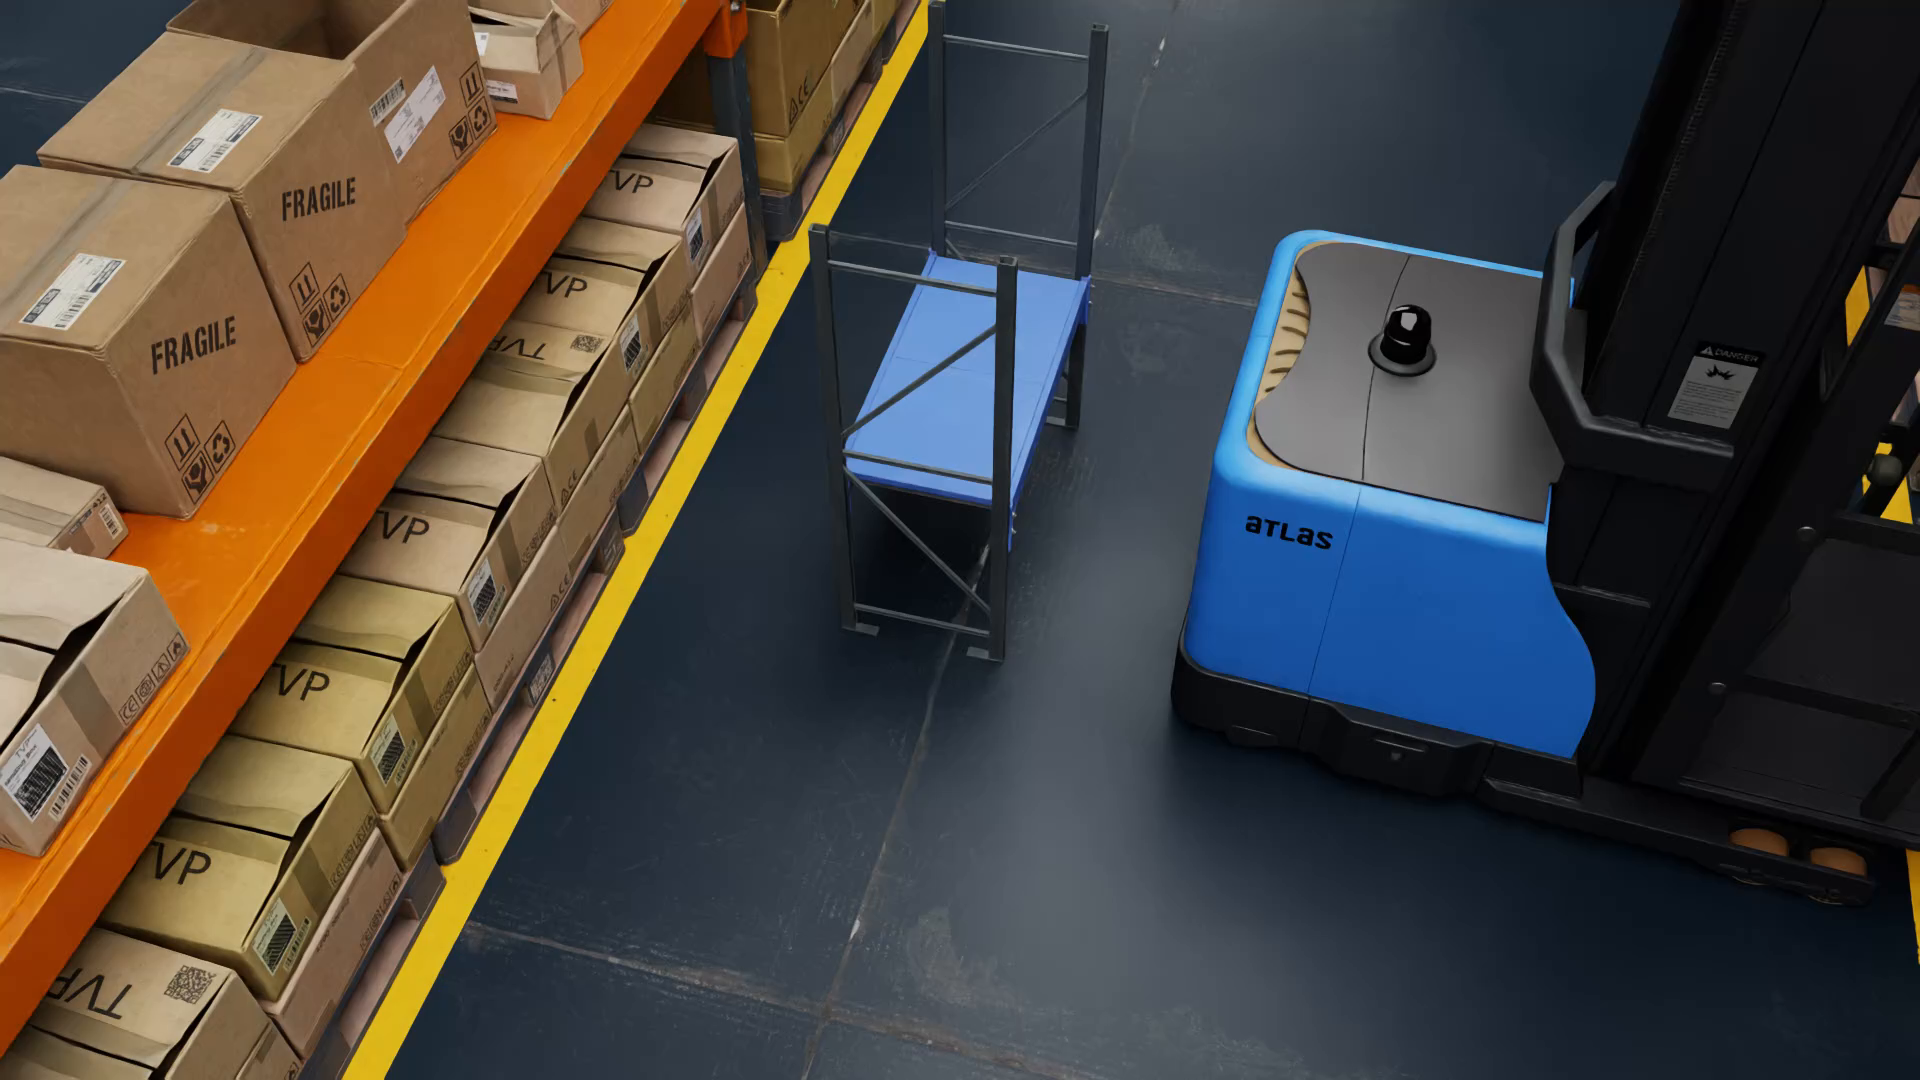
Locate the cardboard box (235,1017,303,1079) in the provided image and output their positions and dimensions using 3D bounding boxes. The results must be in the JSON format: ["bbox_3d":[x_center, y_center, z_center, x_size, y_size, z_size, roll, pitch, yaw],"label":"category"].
[{"bbox_3d":[-1.838,1.277,3.676,0.500,0.250,0.500,11,50,10],"label":"cardboard box"}]

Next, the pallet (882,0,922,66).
[{"bbox_3d":[-0.637,-2.596,7.400,1.003,0.211,1.213,12,50,10],"label":"pallet"}]

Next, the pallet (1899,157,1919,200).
[{"bbox_3d":[4.036,-1.547,6.475,1.003,0.211,1.213,12,50,10],"label":"pallet"}]

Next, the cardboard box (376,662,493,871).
[{"bbox_3d":[-1.575,0.536,4.330,0.500,0.250,0.500,10,49,9],"label":"cardboard box"}]

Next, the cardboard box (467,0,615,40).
[{"bbox_3d":[-1.293,-1.652,4.808,0.500,0.250,0.500,14,50,12],"label":"cardboard box"}]

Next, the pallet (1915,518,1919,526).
[{"bbox_3d":[3.371,0.394,4.761,1.003,0.211,1.213,12,50,10],"label":"pallet"}]

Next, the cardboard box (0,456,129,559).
[{"bbox_3d":[-1.977,-0.024,3.438,0.380,0.149,0.250,15,50,13],"label":"cardboard box"}]

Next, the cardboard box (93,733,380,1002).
[{"bbox_3d":[-1.707,0.710,3.803,0.500,0.311,0.500,10,49,9],"label":"cardboard box"}]

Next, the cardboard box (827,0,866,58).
[{"bbox_3d":[-0.658,-2.181,6.228,0.500,0.500,0.500,12,50,10],"label":"cardboard box"}]

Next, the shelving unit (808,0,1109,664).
[{"bbox_3d":[0.022,-0.558,4.742,0.538,1.500,1.048,12,50,10],"label":"shelving unit"}]

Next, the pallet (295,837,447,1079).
[{"bbox_3d":[-2.004,1.162,4.084,1.003,0.211,1.213,12,50,10],"label":"pallet"}]

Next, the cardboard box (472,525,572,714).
[{"bbox_3d":[-1.440,0.165,4.658,0.500,0.250,0.500,12,50,11],"label":"cardboard box"}]

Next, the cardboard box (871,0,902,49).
[{"bbox_3d":[-0.518,-2.293,6.827,0.500,0.250,0.500,12,50,10],"label":"cardboard box"}]

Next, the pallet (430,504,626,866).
[{"bbox_3d":[-1.681,0.282,4.860,1.003,0.211,1.213,12,50,10],"label":"pallet"}]

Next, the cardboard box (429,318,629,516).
[{"bbox_3d":[-1.300,-0.394,4.777,0.500,0.311,0.500,11,50,10],"label":"cardboard box"}]

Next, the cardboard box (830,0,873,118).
[{"bbox_3d":[-0.655,-1.932,6.508,0.500,0.250,0.500,12,50,10],"label":"cardboard box"}]

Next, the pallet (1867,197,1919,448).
[{"bbox_3d":[3.717,-0.662,5.693,1.003,0.211,1.213,12,50,10],"label":"pallet"}]

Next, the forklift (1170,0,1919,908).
[{"bbox_3d":[2.178,-0.457,3.698,3.031,2.935,1.130,13,50,11],"label":"forklift"}]

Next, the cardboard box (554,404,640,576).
[{"bbox_3d":[-1.305,-0.203,4.982,0.500,0.250,0.500,13,50,11],"label":"cardboard box"}]

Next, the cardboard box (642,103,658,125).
[{"bbox_3d":[-1.295,-1.674,6.281,0.500,0.250,0.500,12,50,10],"label":"cardboard box"}]

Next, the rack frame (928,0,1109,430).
[{"bbox_3d":[0.156,-0.926,5.067,0.500,1.500,0.032,12,50,10],"label":"rack frame"}]

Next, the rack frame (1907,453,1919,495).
[{"bbox_3d":[3.574,-1.092,4.213,1.000,3.000,0.127,12,50,10],"label":"rack frame"}]

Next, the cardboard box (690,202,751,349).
[{"bbox_3d":[-1.035,-0.939,5.632,0.500,0.250,0.500,11,50,10],"label":"cardboard box"}]

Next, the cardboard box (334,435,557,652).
[{"bbox_3d":[-1.436,-0.031,4.456,0.500,0.311,0.500,11,49,10],"label":"cardboard box"}]

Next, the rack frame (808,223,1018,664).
[{"bbox_3d":[-0.111,-0.190,4.418,0.500,1.500,0.032,12,50,10],"label":"rack frame"}]

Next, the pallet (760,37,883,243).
[{"bbox_3d":[-0.956,-1.711,6.619,1.003,0.211,1.213,12,50,10],"label":"pallet"}]

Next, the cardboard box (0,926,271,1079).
[{"bbox_3d":[-1.838,1.091,3.466,0.500,0.311,0.500,13,50,11],"label":"cardboard box"}]

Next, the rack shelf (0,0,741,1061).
[{"bbox_3d":[-1.732,-0.382,4.066,1.077,0.370,4.000,12,50,10],"label":"rack shelf"}]

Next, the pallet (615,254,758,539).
[{"bbox_3d":[-1.362,-0.603,5.642,1.003,0.211,1.213,12,50,10],"label":"pallet"}]

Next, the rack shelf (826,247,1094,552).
[{"bbox_3d":[0.022,-0.439,4.877,0.538,0.185,1.000,12,50,10],"label":"rack shelf"}]

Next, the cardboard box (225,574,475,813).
[{"bbox_3d":[-1.571,0.341,4.128,0.500,0.311,0.500,10,49,9],"label":"cardboard box"}]

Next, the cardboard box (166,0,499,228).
[{"bbox_3d":[-1.562,-1.166,4.212,0.500,0.500,0.500,15,50,13],"label":"cardboard box"}]

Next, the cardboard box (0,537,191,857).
[{"bbox_3d":[-1.836,0.247,3.090,0.500,0.311,0.500,11,49,10],"label":"cardboard box"}]

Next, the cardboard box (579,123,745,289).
[{"bbox_3d":[-1.036,-1.132,5.428,0.500,0.311,0.500,12,50,10],"label":"cardboard box"}]

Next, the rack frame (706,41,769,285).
[{"bbox_3d":[-1.206,-2.067,5.073,1.000,3.000,0.127,12,50,10],"label":"rack frame"}]

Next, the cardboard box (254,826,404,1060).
[{"bbox_3d":[-1.706,0.913,3.997,0.500,0.250,0.500,10,49,9],"label":"cardboard box"}]

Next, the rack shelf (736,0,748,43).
[{"bbox_3d":[-0.680,-3.275,6.620,1.077,0.370,4.000,12,50,10],"label":"rack shelf"}]

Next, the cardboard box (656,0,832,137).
[{"bbox_3d":[-0.782,-1.817,5.907,0.500,0.500,0.500,12,50,10],"label":"cardboard box"}]

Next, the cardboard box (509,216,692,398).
[{"bbox_3d":[-1.167,-0.754,5.095,0.500,0.311,0.500,13,50,11],"label":"cardboard box"}]

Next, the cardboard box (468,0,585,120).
[{"bbox_3d":[-1.260,-1.350,4.530,0.396,0.266,0.258,10,49,9],"label":"cardboard box"}]

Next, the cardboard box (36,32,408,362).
[{"bbox_3d":[-1.694,-0.804,3.892,0.500,0.500,0.500,12,50,10],"label":"cardboard box"}]

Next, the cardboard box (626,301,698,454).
[{"bbox_3d":[-1.170,-0.573,5.309,0.500,0.250,0.500,11,49,9],"label":"cardboard box"}]

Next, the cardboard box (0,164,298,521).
[{"bbox_3d":[-1.833,-0.423,3.556,0.500,0.500,0.500,9,49,8],"label":"cardboard box"}]

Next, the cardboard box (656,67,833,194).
[{"bbox_3d":[-0.791,-1.571,6.190,0.500,0.250,0.500,12,50,10],"label":"cardboard box"}]
